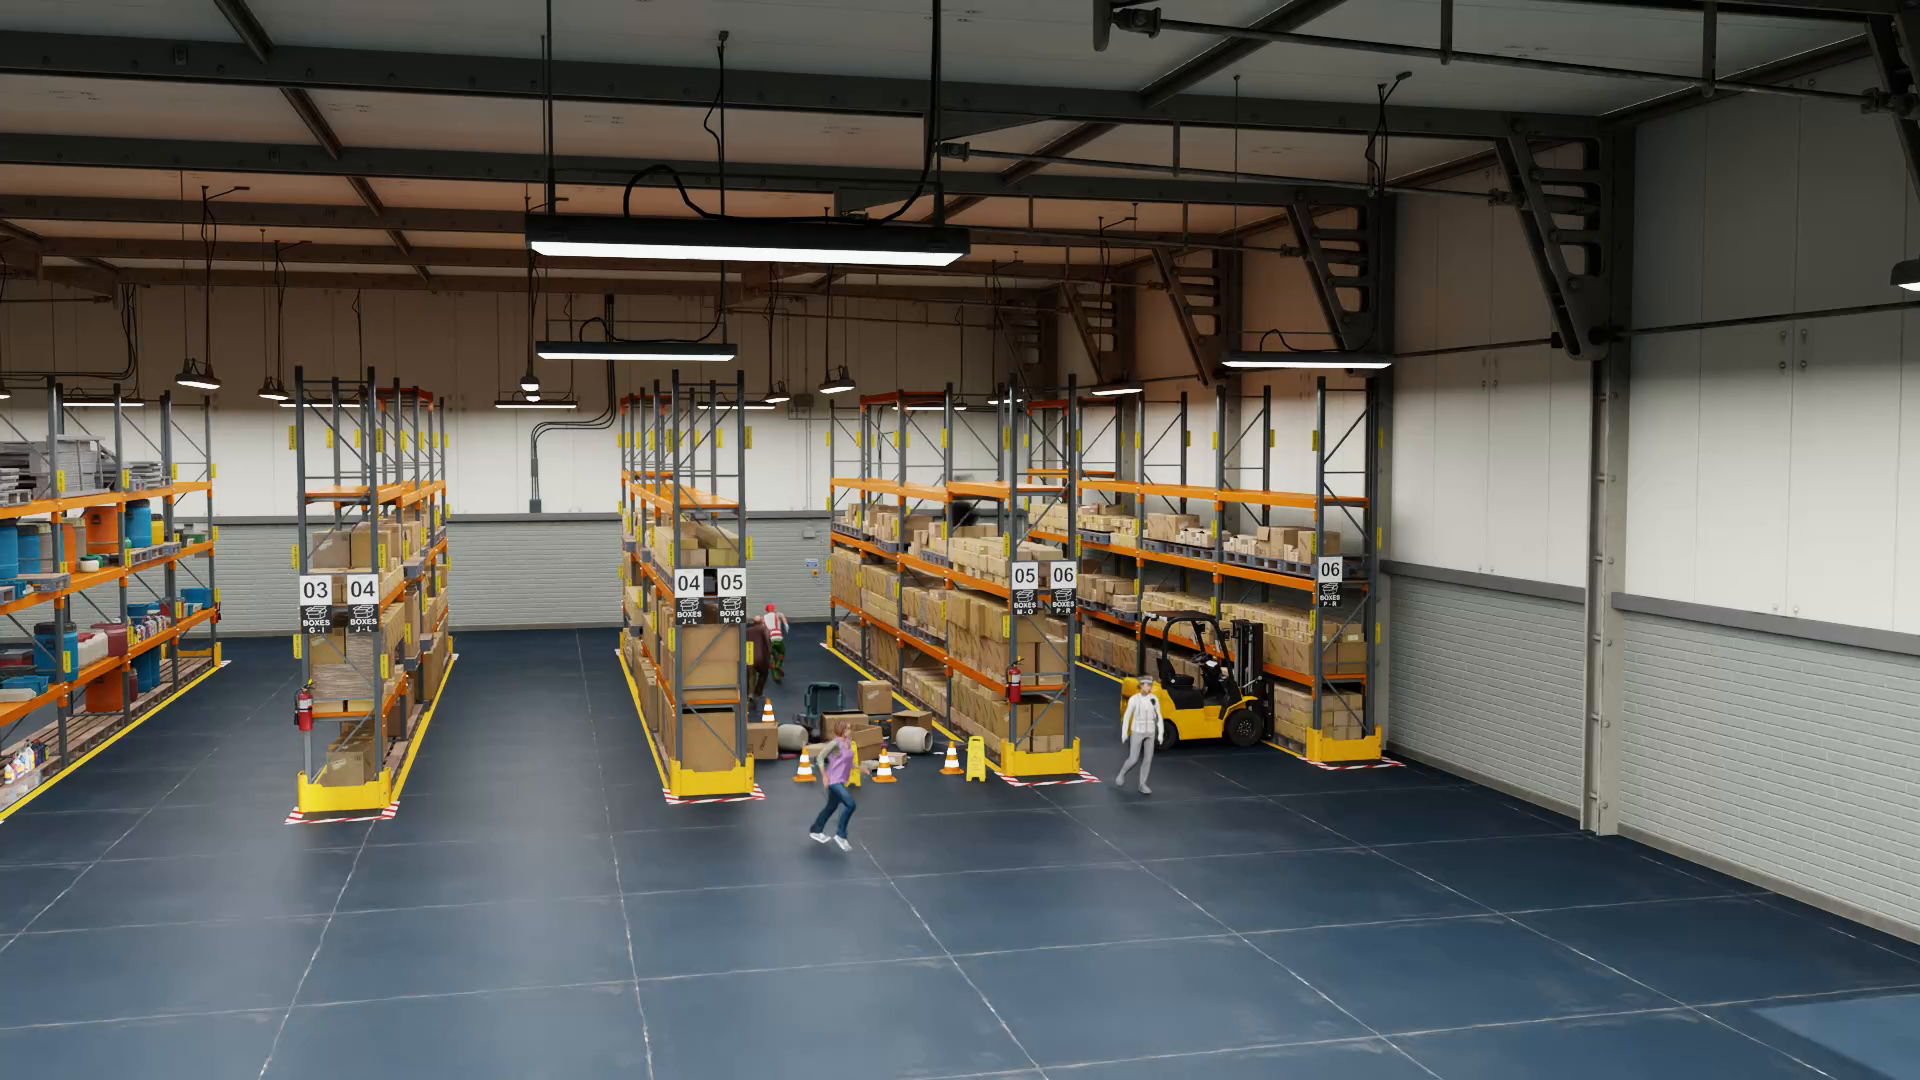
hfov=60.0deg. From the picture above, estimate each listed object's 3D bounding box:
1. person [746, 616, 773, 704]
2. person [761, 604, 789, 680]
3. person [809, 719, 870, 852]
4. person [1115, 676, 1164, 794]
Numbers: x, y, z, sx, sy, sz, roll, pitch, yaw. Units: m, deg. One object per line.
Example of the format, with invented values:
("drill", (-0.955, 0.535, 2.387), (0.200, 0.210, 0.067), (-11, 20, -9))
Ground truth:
("person", (-3.907, 2.284, 31.530), (0.716, 1.620, 1.155), (0, 3, 8))
("person", (-3.919, 2.134, 34.979), (0.705, 1.531, 1.007), (0, 3, -1))
("person", (-1.500, 2.998, 20.380), (0.803, 1.617, 0.442), (1, 4, 17))
("person", (2.550, 2.747, 23.672), (0.614, 1.675, 0.560), (-1, 4, -14))
